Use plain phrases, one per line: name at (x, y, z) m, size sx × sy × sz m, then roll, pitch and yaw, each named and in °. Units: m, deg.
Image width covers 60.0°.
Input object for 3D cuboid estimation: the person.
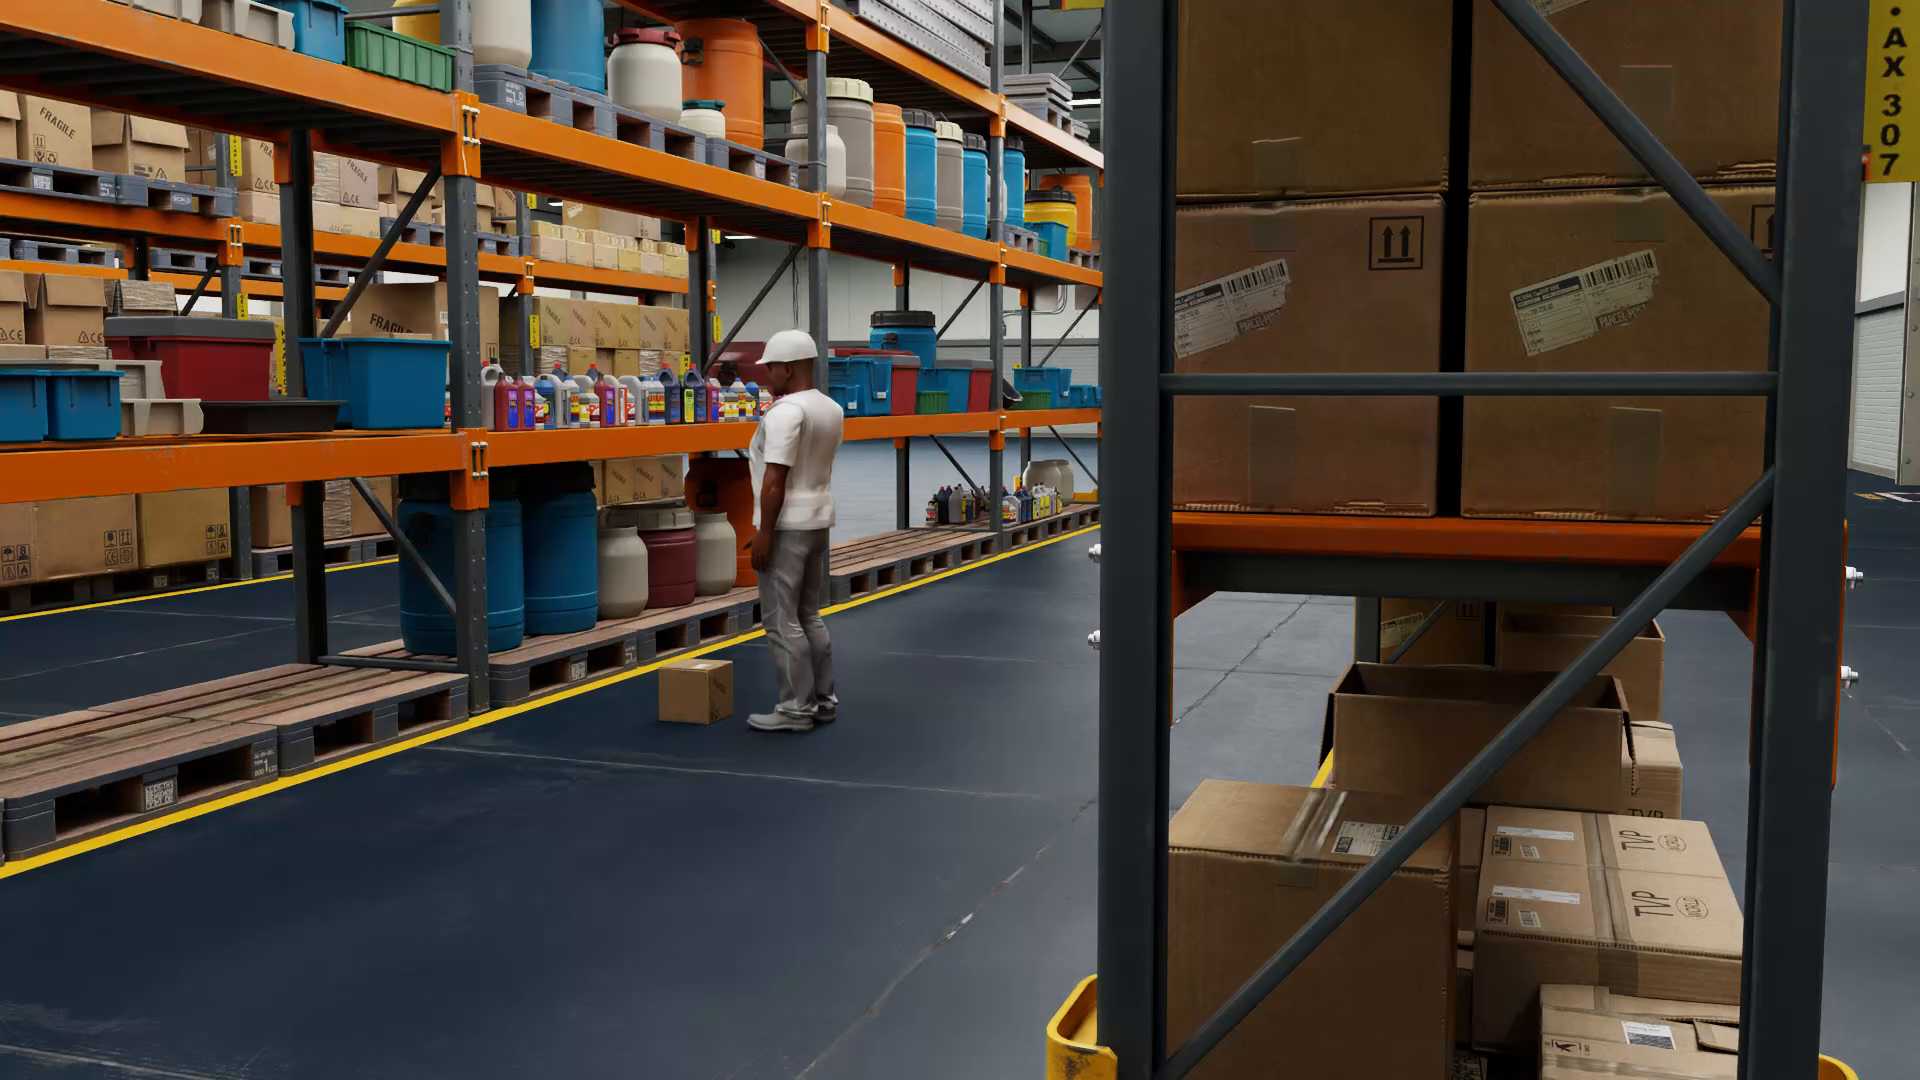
person at (-0.740, -0.045, 7.380) m, size 0.358 × 1.763 × 0.565 m, roll 2°, pitch 5°, yaw 20°
